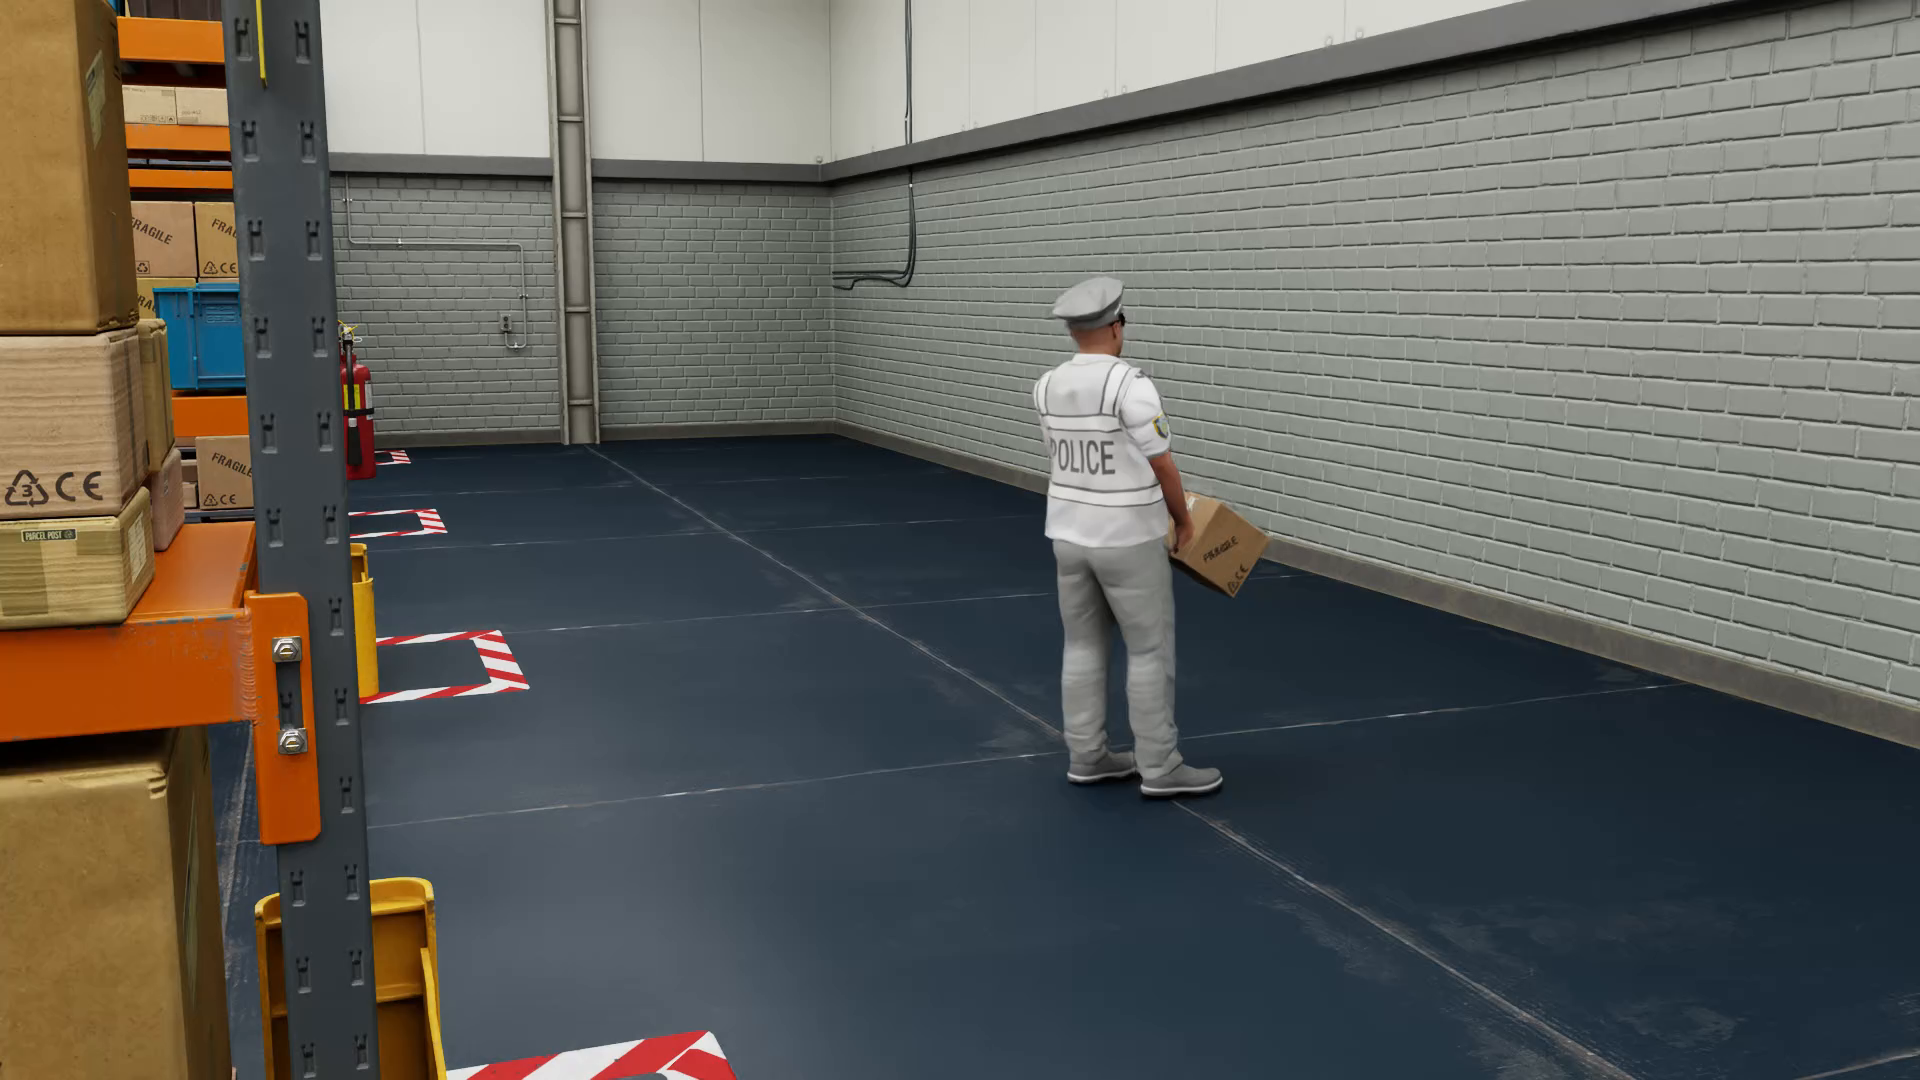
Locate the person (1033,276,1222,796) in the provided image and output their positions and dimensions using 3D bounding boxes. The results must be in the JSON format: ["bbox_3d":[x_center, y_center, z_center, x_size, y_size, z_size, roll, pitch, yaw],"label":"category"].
[{"bbox_3d":[0.567,-0.014,5.778,0.591,1.786,0.508,8,12,44],"label":"person"}]
